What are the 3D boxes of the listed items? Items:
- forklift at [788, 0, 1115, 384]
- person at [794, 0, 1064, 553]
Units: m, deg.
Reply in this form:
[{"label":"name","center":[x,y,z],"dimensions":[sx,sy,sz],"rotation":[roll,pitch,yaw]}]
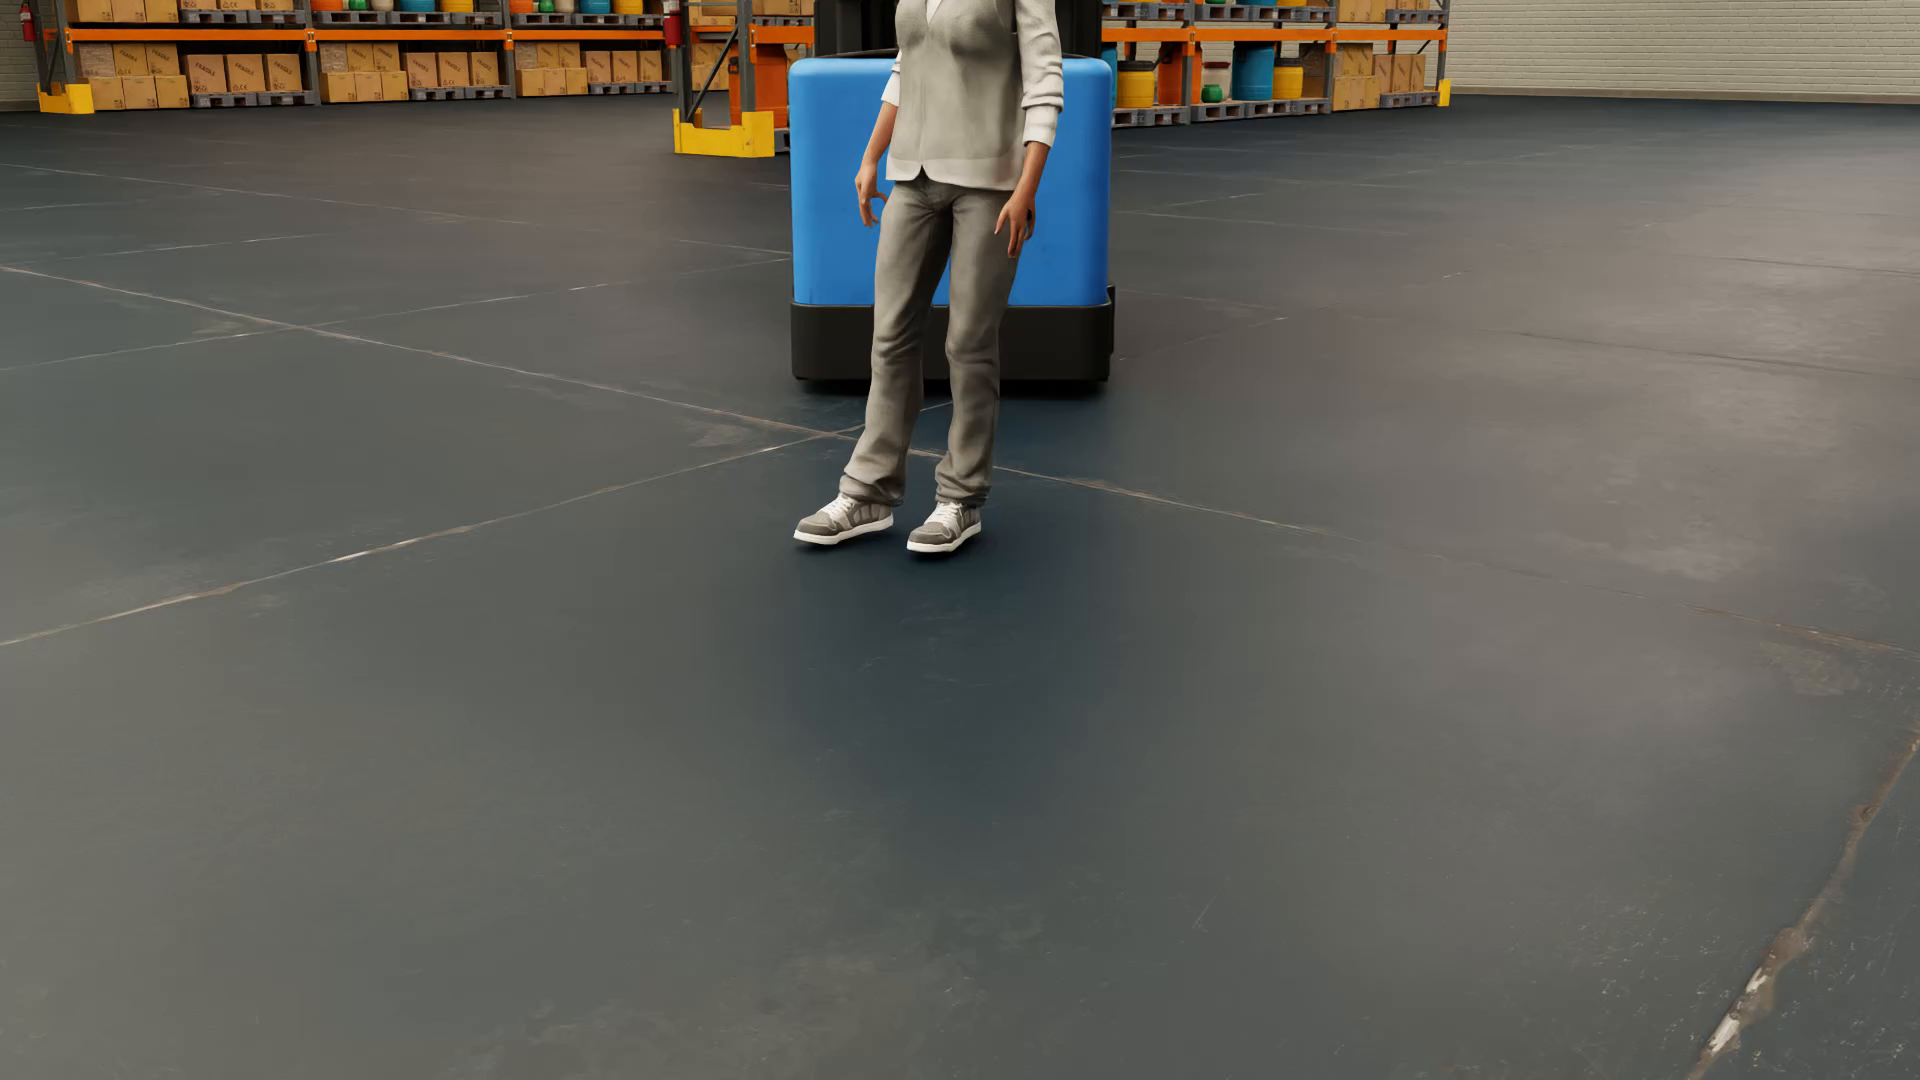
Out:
[{"label":"forklift","center":[-0.002,-2.293,6.450],"dimensions":[1.130,2.935,3.031],"rotation":[0,17,1]},{"label":"person","center":[-0.058,-0.757,3.662],"dimensions":[0.521,1.596,0.475],"rotation":[13,21,37]}]
